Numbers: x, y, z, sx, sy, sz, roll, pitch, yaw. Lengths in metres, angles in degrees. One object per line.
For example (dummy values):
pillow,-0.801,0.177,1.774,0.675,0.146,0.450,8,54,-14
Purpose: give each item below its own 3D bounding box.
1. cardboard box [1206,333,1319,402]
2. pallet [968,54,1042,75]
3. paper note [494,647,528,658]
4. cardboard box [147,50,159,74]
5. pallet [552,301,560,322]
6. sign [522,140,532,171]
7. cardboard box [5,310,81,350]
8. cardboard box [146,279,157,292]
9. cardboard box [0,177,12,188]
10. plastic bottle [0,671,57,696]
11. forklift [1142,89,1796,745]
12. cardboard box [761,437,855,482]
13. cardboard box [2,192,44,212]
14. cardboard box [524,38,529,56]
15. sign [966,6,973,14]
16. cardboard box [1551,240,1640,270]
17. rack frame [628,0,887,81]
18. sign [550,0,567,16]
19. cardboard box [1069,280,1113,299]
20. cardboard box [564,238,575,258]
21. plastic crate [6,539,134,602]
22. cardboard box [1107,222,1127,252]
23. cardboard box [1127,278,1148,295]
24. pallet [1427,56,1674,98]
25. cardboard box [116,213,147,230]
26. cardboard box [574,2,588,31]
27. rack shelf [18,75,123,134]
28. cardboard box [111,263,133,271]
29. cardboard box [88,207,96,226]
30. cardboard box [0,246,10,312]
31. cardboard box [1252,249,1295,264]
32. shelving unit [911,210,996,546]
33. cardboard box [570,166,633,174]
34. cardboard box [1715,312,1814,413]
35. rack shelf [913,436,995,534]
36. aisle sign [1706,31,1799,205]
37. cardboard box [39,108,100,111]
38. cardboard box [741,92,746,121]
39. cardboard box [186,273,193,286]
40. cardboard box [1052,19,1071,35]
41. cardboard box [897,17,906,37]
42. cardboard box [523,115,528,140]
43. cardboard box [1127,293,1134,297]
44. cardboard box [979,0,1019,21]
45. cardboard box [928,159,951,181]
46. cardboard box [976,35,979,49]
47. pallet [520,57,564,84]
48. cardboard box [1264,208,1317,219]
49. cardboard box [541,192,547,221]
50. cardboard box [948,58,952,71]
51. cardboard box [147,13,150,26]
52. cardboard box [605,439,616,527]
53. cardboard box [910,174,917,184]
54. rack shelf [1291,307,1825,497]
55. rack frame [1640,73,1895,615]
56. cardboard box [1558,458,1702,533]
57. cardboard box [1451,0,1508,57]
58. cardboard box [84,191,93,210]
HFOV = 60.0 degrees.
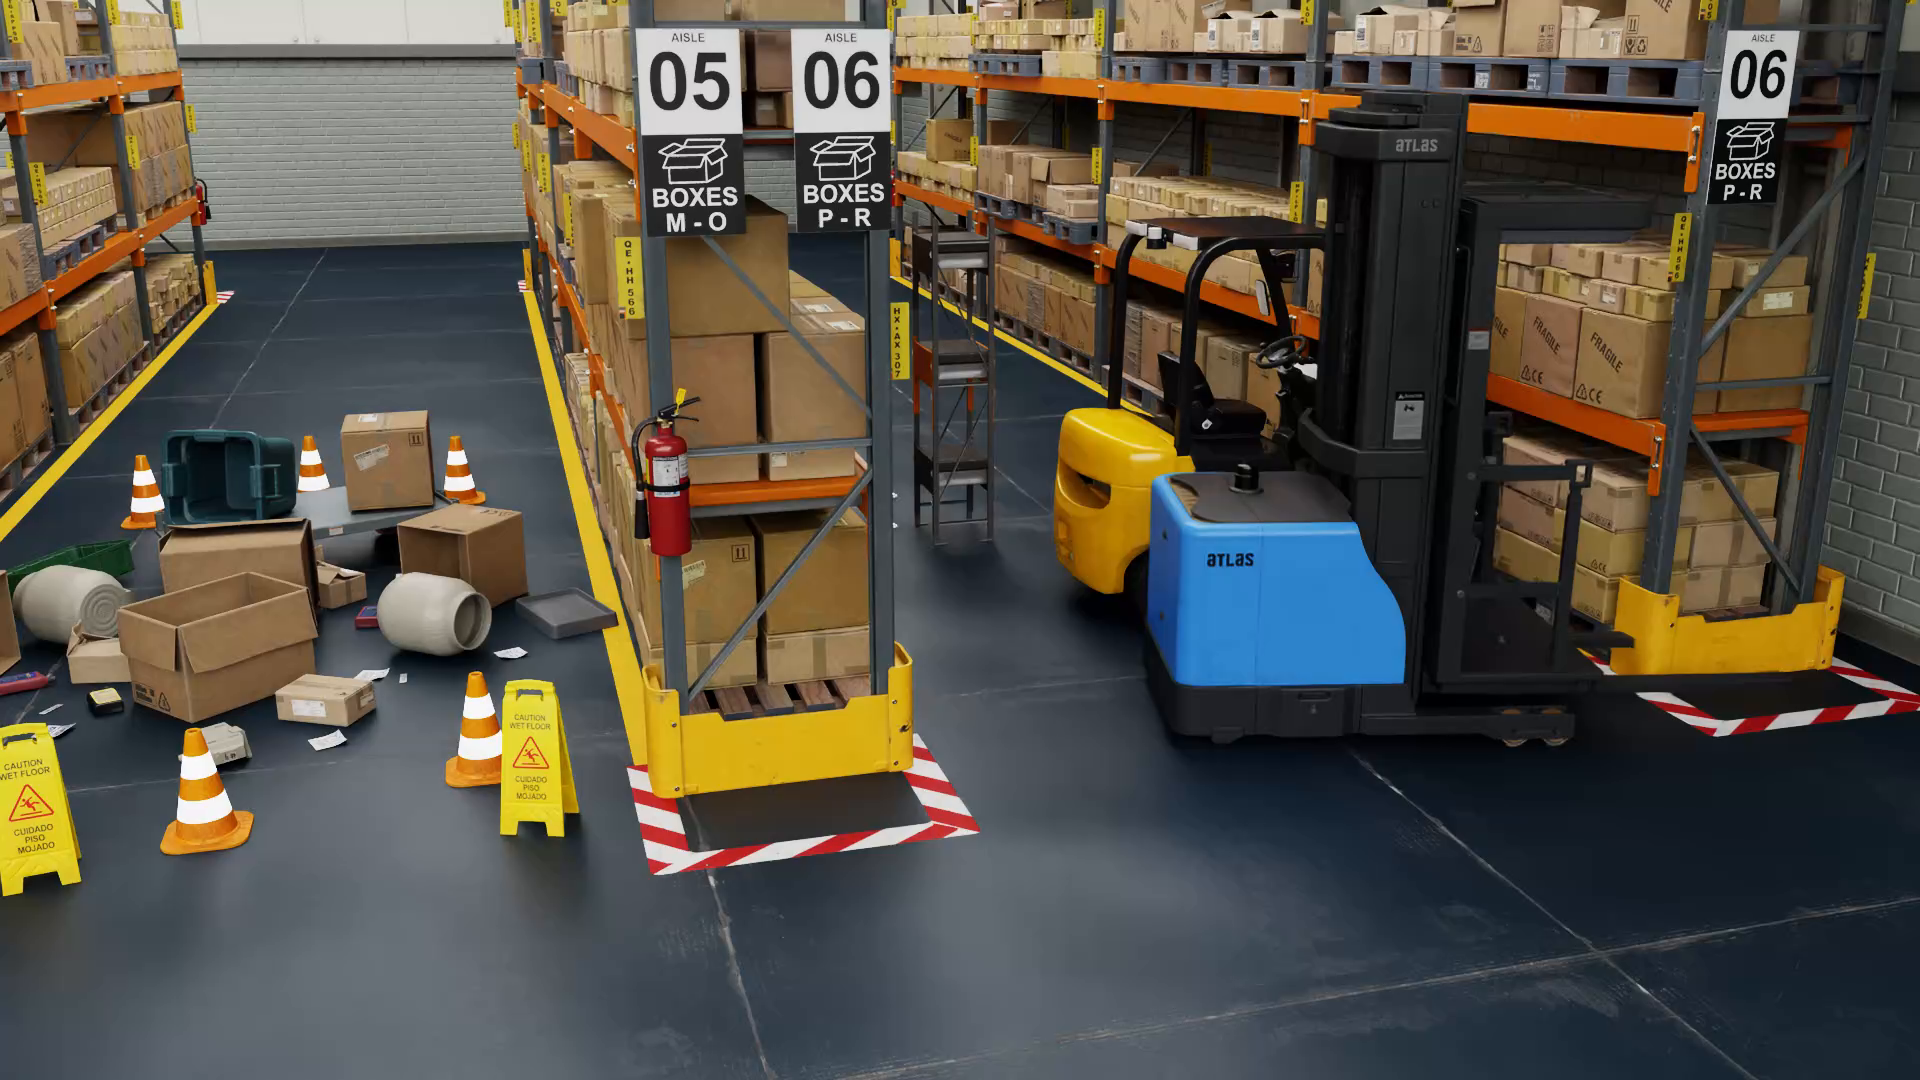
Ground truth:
cardboard box,2.527,-1.305,13.482,0.875,0.625,0.625,-5,17,-16
pallet,0.800,-5.256,18.349,1.213,0.211,1.003,-5,17,-15
paper note,-2.401,0.600,8.901,0.142,0.019,0.148,-12,20,-34
cardboard box,-9.099,-5.225,18.179,0.500,0.250,0.500,-4,17,-13
pallet,-4.217,-2.583,19.185,1.003,0.211,1.213,-5,17,-15
sign,-4.616,-4.110,17.780,0.100,0.325,0.005,-5,17,-15
cardboard box,-7.672,-1.749,13.874,0.500,0.250,0.500,-6,18,-18
cardboard box,-8.939,-2.733,18.026,0.380,0.149,0.250,-5,17,-17
cardboard box,-8.861,-3.216,15.116,0.380,0.149,0.250,-5,17,-16
plastic bottle,-4.753,0.723,8.440,0.283,0.061,0.133,-12,20,-34
forklift,2.475,-0.597,7.846,3.031,2.935,1.130,-1,17,-2
cardboard box,-0.680,-0.373,7.416,0.380,0.149,0.250,-5,17,-15
cardboard box,-7.733,-2.760,13.597,0.380,0.149,0.250,-5,17,-17
cardboard box,-4.072,-4.850,16.347,0.380,0.166,0.250,-6,18,-19
sign,0.128,-7.101,22.625,0.100,0.325,0.005,-5,17,-15
cardboard box,3.493,-1.571,9.148,0.380,0.149,0.250,-5,17,-15
rack frame,-0.785,-3.256,6.150,1.000,3.000,0.127,-5,17,-15
sign,-2.417,-3.317,9.984,0.100,0.325,0.005,-5,17,-15
cardboard box,1.304,-2.494,16.527,0.380,0.149,0.250,-6,18,-18
cardboard box,-2.941,-2.334,13.215,0.380,0.149,0.250,-5,17,-15
plastic crate,-5.309,0.194,9.881,0.450,0.188,0.662,-6,15,16
cardboard box,1.675,-2.775,15.238,0.500,0.250,0.500,-5,17,-15
cardboard box,1.897,-2.548,16.709,0.380,0.149,0.250,-4,17,-14
pallet,3.478,-2.706,9.687,1.003,0.211,1.213,-5,17,-15
cardboard box,-8.578,-3.267,17.050,0.380,0.149,0.250,-4,17,-13
cardboard box,-1.902,-2.856,9.084,0.380,0.149,0.250,-5,17,-16
rack shelf,-8.265,-3.822,14.497,1.077,0.370,4.000,-5,17,-15
cardboard box,-9.811,-3.130,19.348,0.380,0.149,0.250,-6,18,-18
cardboard box,-8.226,-2.983,15.375,0.380,0.149,0.250,-5,18,-18
cardboard box,-7.060,-1.845,11.705,0.500,0.500,0.500,-5,17,-16
cardboard box,2.506,-2.166,12.341,0.500,0.250,0.500,-5,17,-16
shelving unit,-0.045,-1.051,10.802,0.431,2.100,0.503,-5,17,-15
cardboard box,-1.853,-1.877,9.557,0.700,0.500,0.500,-5,17,-15
cardboard box,4.117,-0.983,8.838,0.500,0.500,0.500,-4,17,-13
rack shelf,-0.045,-0.368,11.008,0.431,0.518,0.480,-5,17,-15
aisle sign,3.722,-1.980,7.811,0.394,0.787,0.004,-5,17,-15
cardboard box,-9.478,-4.346,17.778,0.500,0.500,0.500,-4,17,-14
cardboard box,-0.854,-2.025,7.701,0.380,0.149,0.250,-5,17,-16
cardboard box,-9.350,-3.101,19.769,0.380,0.149,0.250,-5,18,-18
cardboard box,1.124,-5.048,16.381,0.380,0.149,0.250,-5,17,-16
cardboard box,-0.530,-6.806,22.057,0.500,0.250,0.500,-5,17,-16
cardboard box,-4.889,-4.758,19.666,0.500,0.500,0.500,-5,17,-15
cardboard box,1.826,-2.269,16.908,0.500,0.500,0.500,-5,17,-15
cardboard box,0.436,-5.891,18.431,0.396,0.266,0.258,-5,17,-16
cardboard box,-0.103,-4.707,21.151,0.500,0.250,0.500,-5,17,-17
cardboard box,0.388,-5.547,18.523,0.380,0.149,0.250,-4,17,-14
pallet,-3.212,-4.116,14.554,1.213,0.211,1.003,-4,17,-13
cardboard box,2.491,-2.388,12.388,0.380,0.149,0.250,-5,17,-16
cardboard box,-3.666,-3.159,15.646,0.500,0.250,0.500,-5,17,-17
cardboard box,0.068,-5.776,20.188,0.380,0.149,0.250,-4,17,-13
cardboard box,-9.307,-5.830,18.630,0.380,0.149,0.250,-5,17,-17
cardboard box,-1.823,-0.401,9.819,0.500,0.500,0.500,-4,17,-13
cardboard box,-0.470,-4.903,22.496,0.380,0.149,0.250,-4,17,-14
rack shelf,3.437,-0.985,10.268,1.077,0.370,4.000,-5,17,-15
rack frame,3.986,-0.776,8.323,1.000,3.000,0.127,-5,17,-15
cardboard box,3.560,-0.242,8.856,0.500,0.250,0.500,-4,17,-13
cardboard box,3.321,-3.071,9.663,0.797,0.503,0.637,-4,17,-13
cardboard box,-8.227,-3.123,15.324,0.380,0.149,0.250,-6,18,-18
